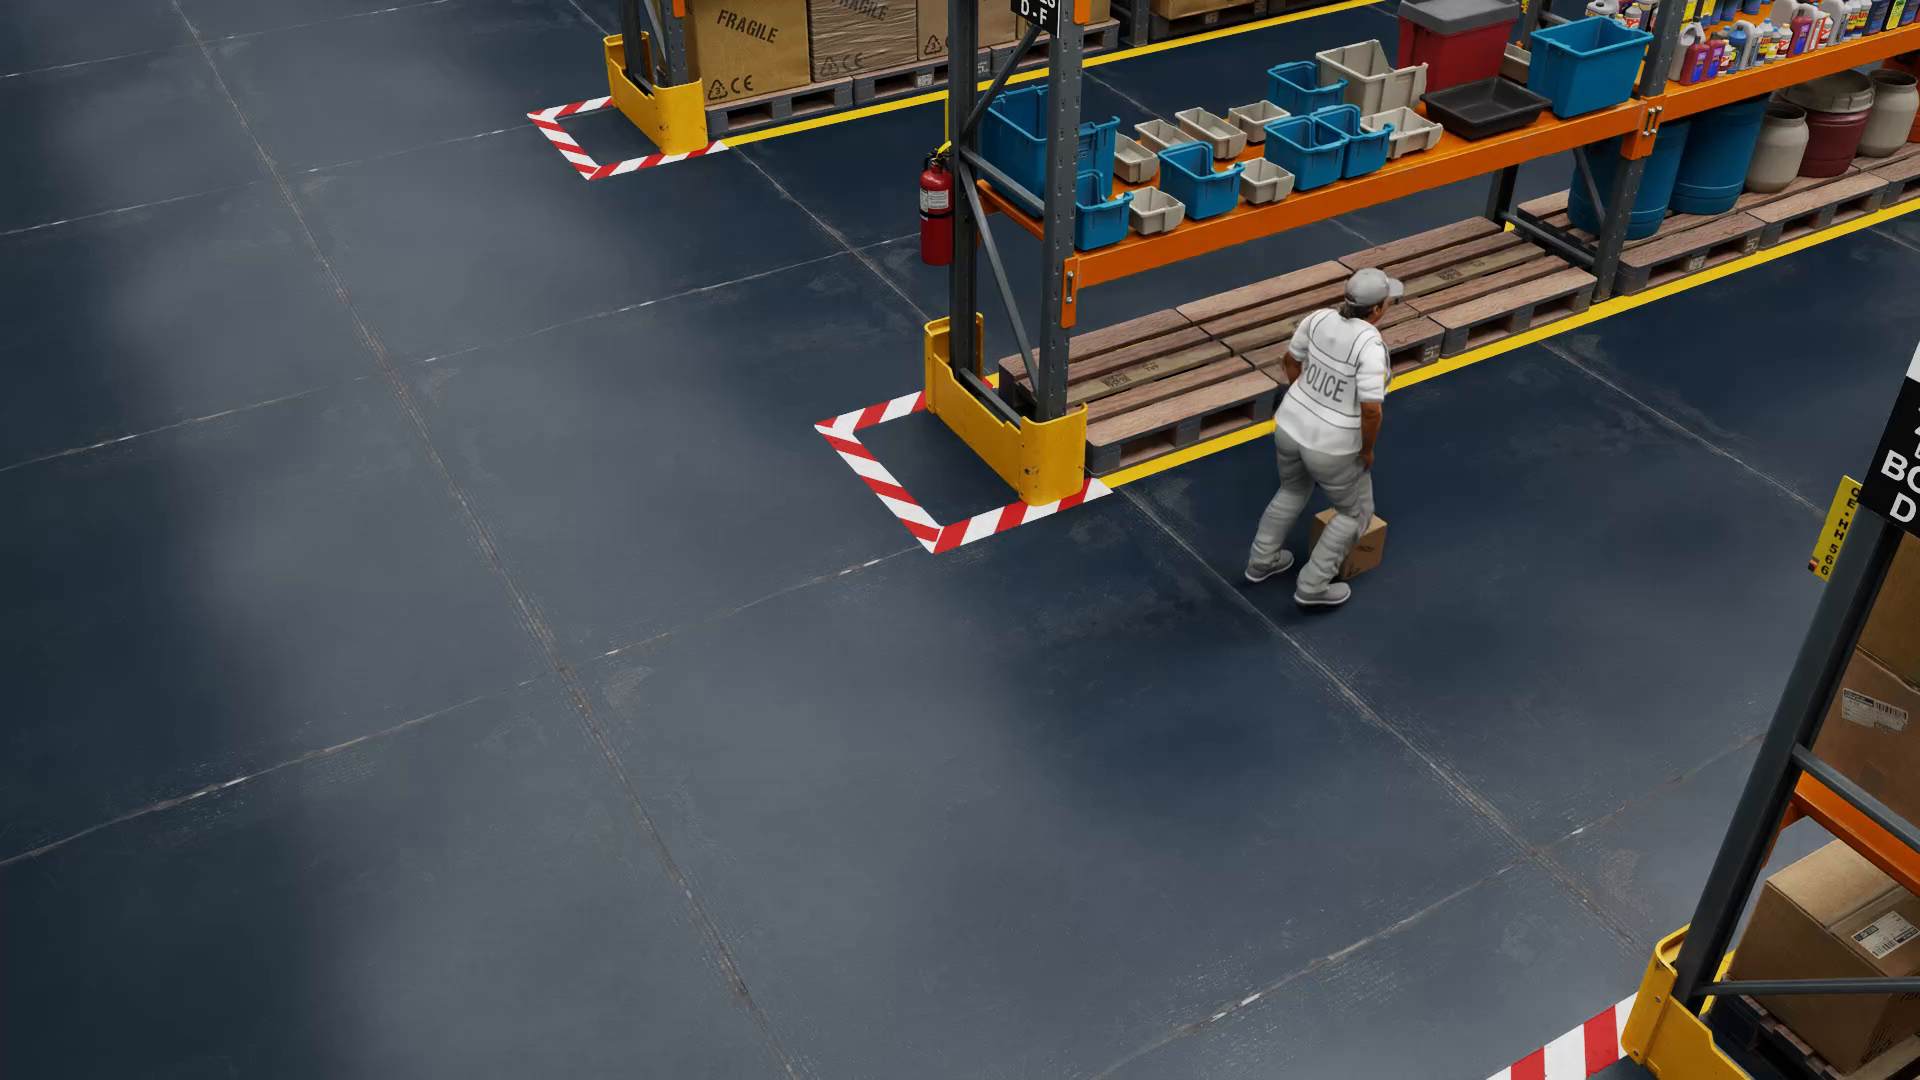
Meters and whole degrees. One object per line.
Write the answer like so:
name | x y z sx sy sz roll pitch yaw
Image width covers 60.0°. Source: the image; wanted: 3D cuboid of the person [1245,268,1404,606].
person | 1.686 -0.477 7.595 0.571 1.611 0.623 -21 42 -26
